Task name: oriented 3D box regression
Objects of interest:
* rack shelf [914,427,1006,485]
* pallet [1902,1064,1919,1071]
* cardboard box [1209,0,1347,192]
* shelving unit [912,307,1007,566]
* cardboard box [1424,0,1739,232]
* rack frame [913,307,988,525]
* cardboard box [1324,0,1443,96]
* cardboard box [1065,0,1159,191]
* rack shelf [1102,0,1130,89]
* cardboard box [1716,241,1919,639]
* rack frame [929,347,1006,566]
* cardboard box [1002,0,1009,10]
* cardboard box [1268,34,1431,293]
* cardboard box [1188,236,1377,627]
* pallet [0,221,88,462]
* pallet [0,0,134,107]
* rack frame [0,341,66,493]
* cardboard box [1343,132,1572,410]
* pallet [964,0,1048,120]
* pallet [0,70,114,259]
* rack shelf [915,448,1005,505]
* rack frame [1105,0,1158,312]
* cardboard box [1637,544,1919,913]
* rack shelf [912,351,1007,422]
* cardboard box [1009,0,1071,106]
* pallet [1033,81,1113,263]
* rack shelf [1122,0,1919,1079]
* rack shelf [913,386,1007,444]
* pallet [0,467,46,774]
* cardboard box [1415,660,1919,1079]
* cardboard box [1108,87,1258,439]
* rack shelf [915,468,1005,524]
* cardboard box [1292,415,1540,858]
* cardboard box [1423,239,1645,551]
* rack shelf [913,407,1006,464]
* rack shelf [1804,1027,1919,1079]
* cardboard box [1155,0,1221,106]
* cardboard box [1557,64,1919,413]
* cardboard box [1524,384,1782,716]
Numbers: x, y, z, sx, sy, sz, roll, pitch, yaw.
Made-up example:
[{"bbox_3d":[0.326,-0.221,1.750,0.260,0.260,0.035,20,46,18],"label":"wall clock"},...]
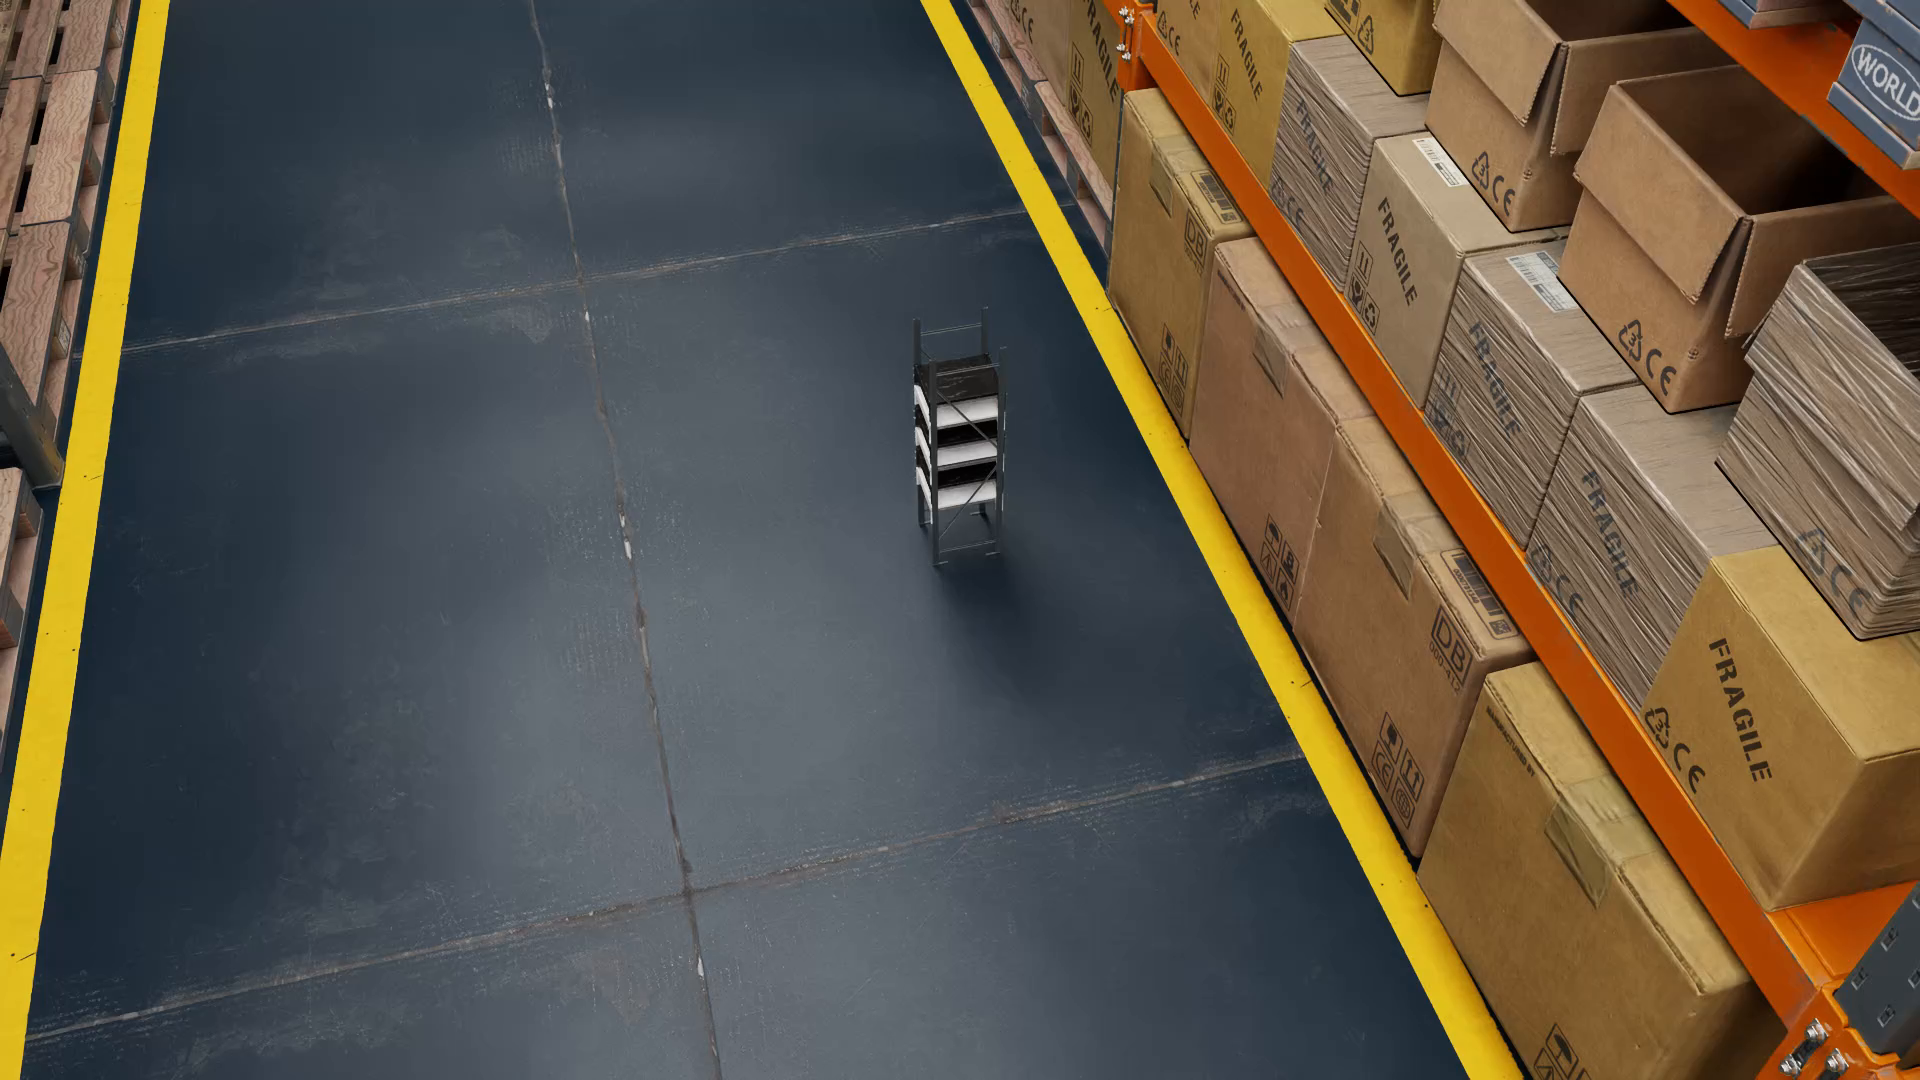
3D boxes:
[{"bbox_3d":[-0.002,-0.297,5.458,0.258,0.077,0.200,-11,47,-10],"label":"rack shelf"},{"bbox_3d":[1.980,1.085,4.538,1.003,0.211,1.213,-11,47,-10],"label":"pallet"},{"bbox_3d":[1.091,-1.419,4.970,0.500,0.500,0.500,-11,47,-10],"label":"cardboard box"},{"bbox_3d":[-0.002,-0.321,5.434,0.258,0.900,0.210,-11,47,-10],"label":"shelving unit"},{"bbox_3d":[1.595,-1.139,3.993,0.797,0.503,0.637,-9,46,-9],"label":"cardboard box"},{"bbox_3d":[-0.028,-0.391,5.503,0.240,0.900,0.006,-11,47,-10],"label":"rack frame"},{"bbox_3d":[1.421,-1.565,4.411,0.797,0.503,0.637,-10,46,-10],"label":"cardboard box"},{"bbox_3d":[0.993,-1.968,6.772,0.875,0.875,0.875,-11,47,-10],"label":"cardboard box"},{"bbox_3d":[0.573,-3.223,7.312,1.077,0.370,4.000,-11,47,-10],"label":"rack shelf"},{"bbox_3d":[1.938,-0.226,3.099,0.797,0.503,0.637,-9,46,-9],"label":"cardboard box"},{"bbox_3d":[0.024,-0.250,5.365,0.240,0.900,0.006,-11,47,-10],"label":"rack frame"},{"bbox_3d":[0.535,-3.204,7.983,0.875,0.875,0.875,-11,47,-10],"label":"cardboard box"},{"bbox_3d":[1.218,-1.073,4.632,0.500,0.500,0.500,-12,47,-11],"label":"cardboard box"},{"bbox_3d":[1.498,-0.442,5.277,1.225,0.875,0.875,-12,47,-12],"label":"cardboard box"},{"bbox_3d":[-3.929,-0.713,6.301,1.003,0.211,1.213,-11,47,-10],"label":"pallet"},{"bbox_3d":[-4.553,-2.398,7.952,1.003,0.211,1.213,-11,47,-10],"label":"pallet"},{"bbox_3d":[-3.703,-1.188,4.815,1.000,3.000,0.127,-11,47,-10],"label":"rack frame"},{"bbox_3d":[1.356,-0.717,4.283,0.500,0.500,0.500,-10,46,-10],"label":"cardboard box"},{"bbox_3d":[0.650,-2.501,8.053,1.003,0.211,1.213,-11,47,-10],"label":"pallet"},{"bbox_3d":[-4.244,-1.557,7.128,1.003,0.211,1.213,-11,47,-10],"label":"pallet"},{"bbox_3d":[-0.002,-0.234,5.522,0.258,0.077,0.200,-11,47,-10],"label":"rack shelf"},{"bbox_3d":[1.085,-2.094,5.702,1.000,3.000,0.127,-11,47,-10],"label":"rack frame"},{"bbox_3d":[1.743,0.337,3.249,0.500,0.500,0.500,-9,46,-9],"label":"cardboard box"},{"bbox_3d":[-0.002,-0.486,5.265,0.258,0.077,0.200,-11,47,-10],"label":"rack shelf"},{"bbox_3d":[0.763,-2.589,7.381,0.875,0.875,0.875,-11,47,-10],"label":"cardboard box"},{"bbox_3d":[0.966,-1.657,7.226,1.003,0.211,1.213,-11,47,-10],"label":"pallet"},{"bbox_3d":[1.597,-0.461,4.606,1.077,0.370,4.000,-11,47,-10],"label":"rack shelf"},{"bbox_3d":[-0.002,-0.423,5.329,0.258,0.077,0.200,-11,47,-10],"label":"rack shelf"},{"bbox_3d":[-3.546,0.328,5.281,1.003,0.211,1.213,-11,47,-10],"label":"pallet"},{"bbox_3d":[1.953,0.784,4.075,1.225,0.875,0.875,-13,47,-12],"label":"cardboard box"},{"bbox_3d":[1.268,-1.059,5.881,1.225,0.875,0.875,-11,47,-10],"label":"cardboard box"},{"bbox_3d":[-0.002,-0.171,5.586,0.258,0.077,0.200,-11,47,-10],"label":"rack shelf"},{"bbox_3d":[1.732,0.167,4.680,1.225,0.875,0.875,-11,47,-10],"label":"cardboard box"},{"bbox_3d":[1.485,-0.366,3.939,0.500,0.500,0.500,-12,47,-12],"label":"cardboard box"},{"bbox_3d":[-0.002,-0.360,5.394,0.258,0.077,0.200,-11,47,-10],"label":"rack shelf"},{"bbox_3d":[2.621,2.300,1.899,1.077,0.370,4.000,-11,47,-10],"label":"rack shelf"},{"bbox_3d":[0.961,-1.766,5.310,0.500,0.500,0.500,-11,47,-10],"label":"cardboard box"},{"bbox_3d":[1.773,-0.677,3.541,0.797,0.503,0.637,-10,46,-9],"label":"cardboard box"},{"bbox_3d":[1.621,-0.008,3.588,0.500,0.500,0.500,-11,47,-11],"label":"cardboard box"}]
